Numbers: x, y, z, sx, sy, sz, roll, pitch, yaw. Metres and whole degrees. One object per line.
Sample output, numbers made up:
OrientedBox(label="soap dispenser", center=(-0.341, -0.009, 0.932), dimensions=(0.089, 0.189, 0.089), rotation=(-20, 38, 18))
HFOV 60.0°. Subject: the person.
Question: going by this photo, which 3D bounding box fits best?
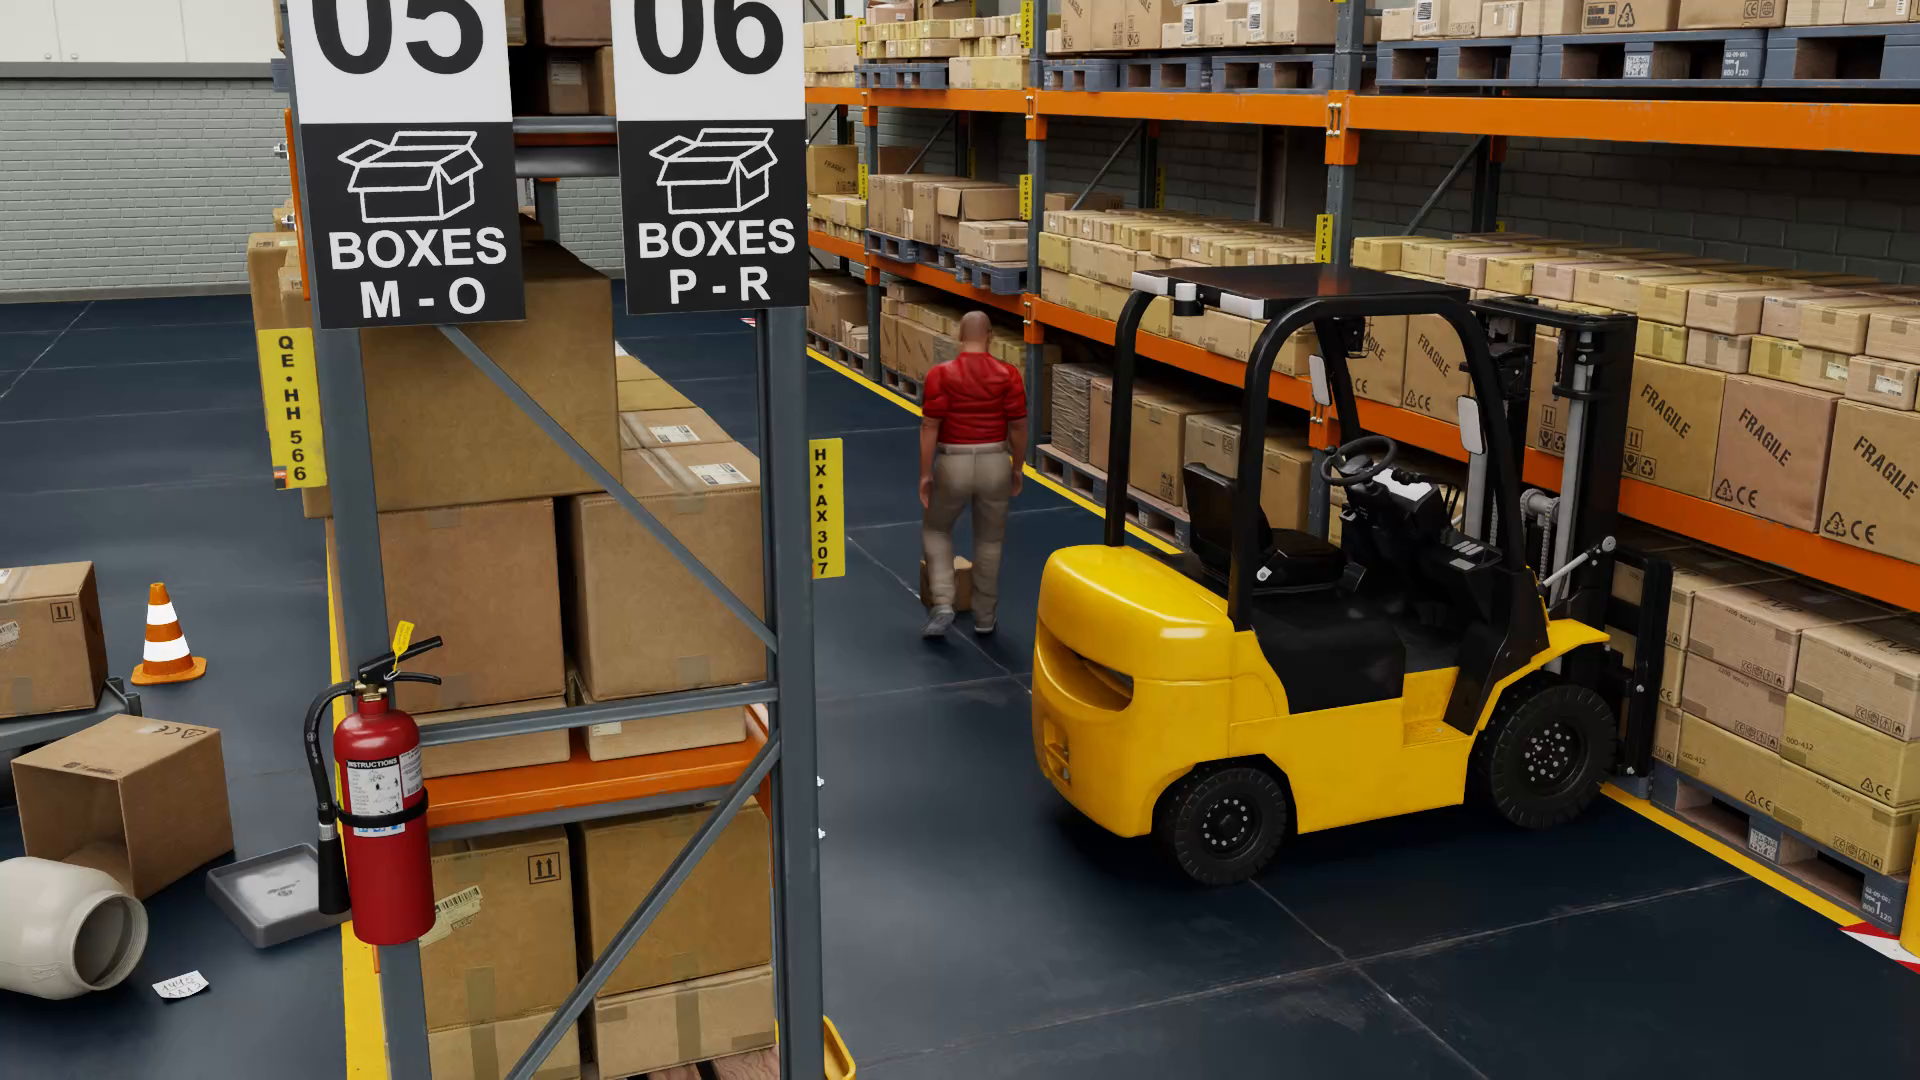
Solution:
OrientedBox(label="person", center=(0.061, -0.326, 8.758), dimensions=(0.572, 1.779, 0.423), rotation=(-1, 16, -5))
